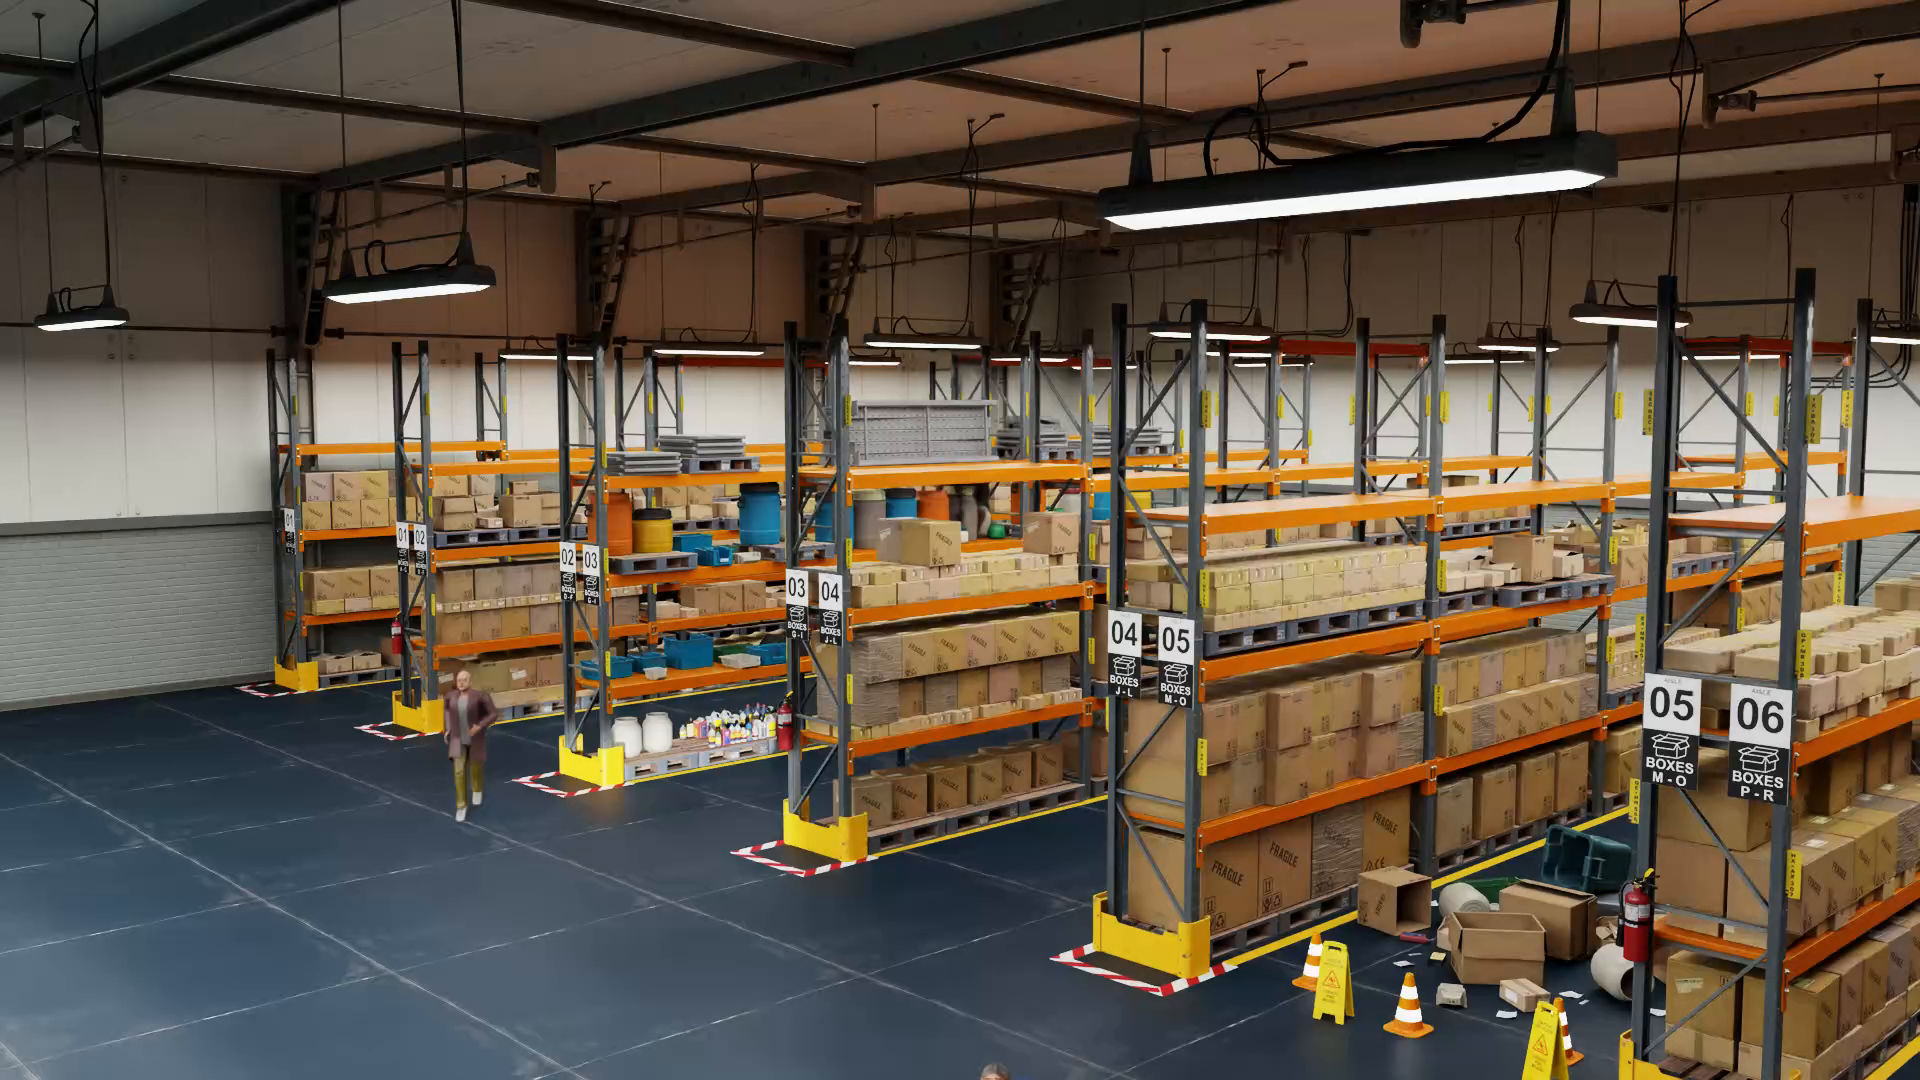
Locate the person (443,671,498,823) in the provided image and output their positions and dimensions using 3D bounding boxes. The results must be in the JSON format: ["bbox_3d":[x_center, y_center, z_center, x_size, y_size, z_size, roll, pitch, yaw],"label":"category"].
[{"bbox_3d":[-6.049,2.504,20.570,0.702,1.828,0.915,0,5,-4],"label":"person"}]

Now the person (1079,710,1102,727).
[{"bbox_3d":[1.935,2.144,25.149,0.607,1.651,0.941,4,7,41],"label":"person"}]

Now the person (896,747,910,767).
[{"bbox_3d":[-0.768,2.428,22.803,0.522,1.554,0.598,3,6,27],"label":"person"}]

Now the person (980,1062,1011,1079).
[{"bbox_3d":[0.202,3.598,8.880,0.608,1.701,0.894,0,5,3],"label":"person"}]
